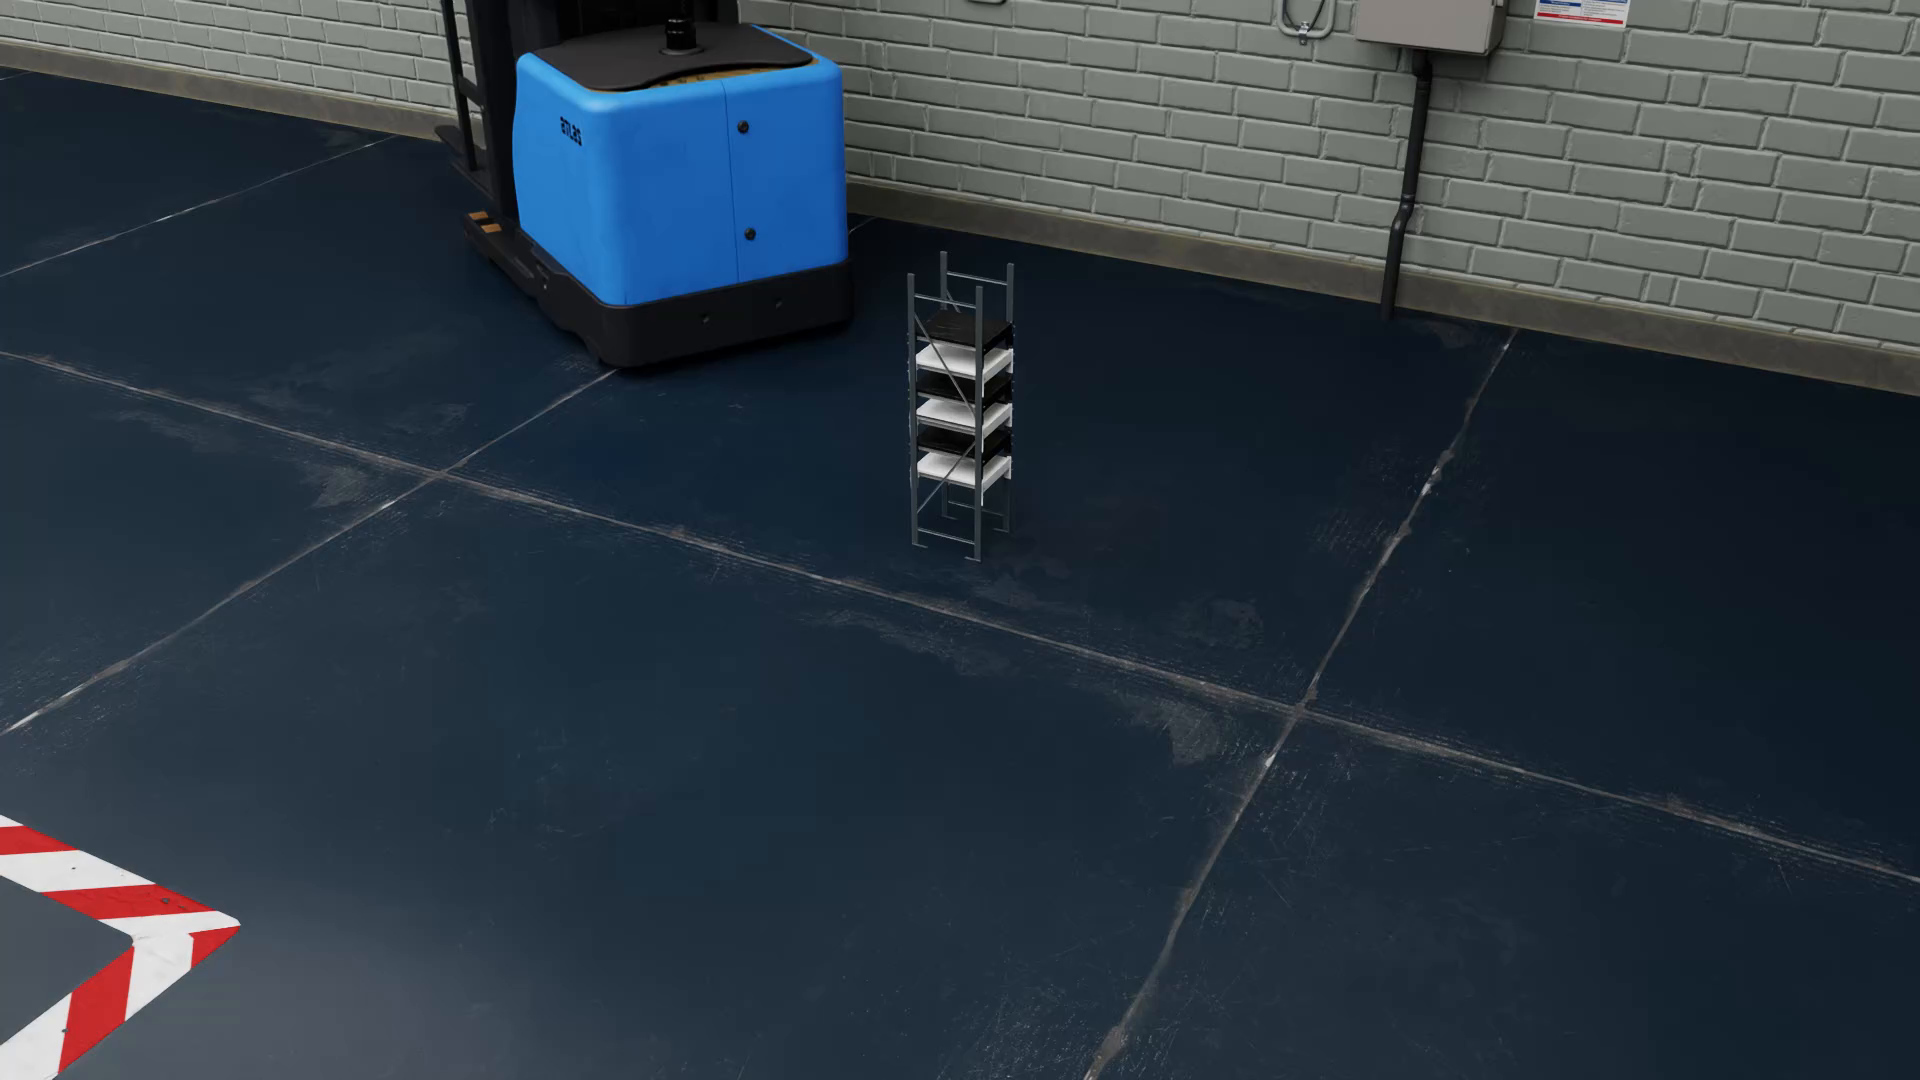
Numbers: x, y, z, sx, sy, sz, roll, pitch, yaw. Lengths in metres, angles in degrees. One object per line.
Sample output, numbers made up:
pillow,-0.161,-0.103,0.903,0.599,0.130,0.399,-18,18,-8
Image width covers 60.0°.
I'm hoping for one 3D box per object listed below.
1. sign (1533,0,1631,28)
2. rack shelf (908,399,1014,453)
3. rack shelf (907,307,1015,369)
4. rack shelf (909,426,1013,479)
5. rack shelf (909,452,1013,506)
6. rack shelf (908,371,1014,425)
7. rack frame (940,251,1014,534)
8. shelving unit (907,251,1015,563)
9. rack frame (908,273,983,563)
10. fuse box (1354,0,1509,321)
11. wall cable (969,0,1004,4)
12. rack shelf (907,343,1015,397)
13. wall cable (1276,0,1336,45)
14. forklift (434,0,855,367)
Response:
sign,2.294,-2.130,6.043,0.329,0.494,0.001,14,33,23
rack shelf,0.004,-0.365,5.049,0.258,0.077,0.200,14,33,23
rack shelf,0.004,-0.599,4.914,0.258,0.077,0.200,14,33,23
rack shelf,0.004,-0.287,5.094,0.258,0.077,0.200,14,33,23
rack shelf,0.004,-0.209,5.138,0.258,0.077,0.200,14,33,23
rack shelf,0.004,-0.443,5.004,0.258,0.077,0.200,14,33,23
rack frame,0.050,-0.439,5.111,0.240,0.900,0.006,14,33,23
shelving unit,0.004,-0.394,5.032,0.258,0.900,0.210,14,33,23
rack frame,-0.043,-0.349,4.954,0.240,0.900,0.006,14,33,23
fuse box,1.760,-1.633,6.375,0.539,1.711,0.414,14,33,23
wall cable,-0.043,-3.187,6.736,0.585,1.953,0.123,14,33,23
rack shelf,0.004,-0.521,4.959,0.258,0.077,0.200,14,33,23
wall cable,1.225,-2.857,6.192,0.588,1.984,0.122,14,33,23
forklift,-1.610,-2.618,6.865,1.130,2.935,3.031,-17,34,-26
